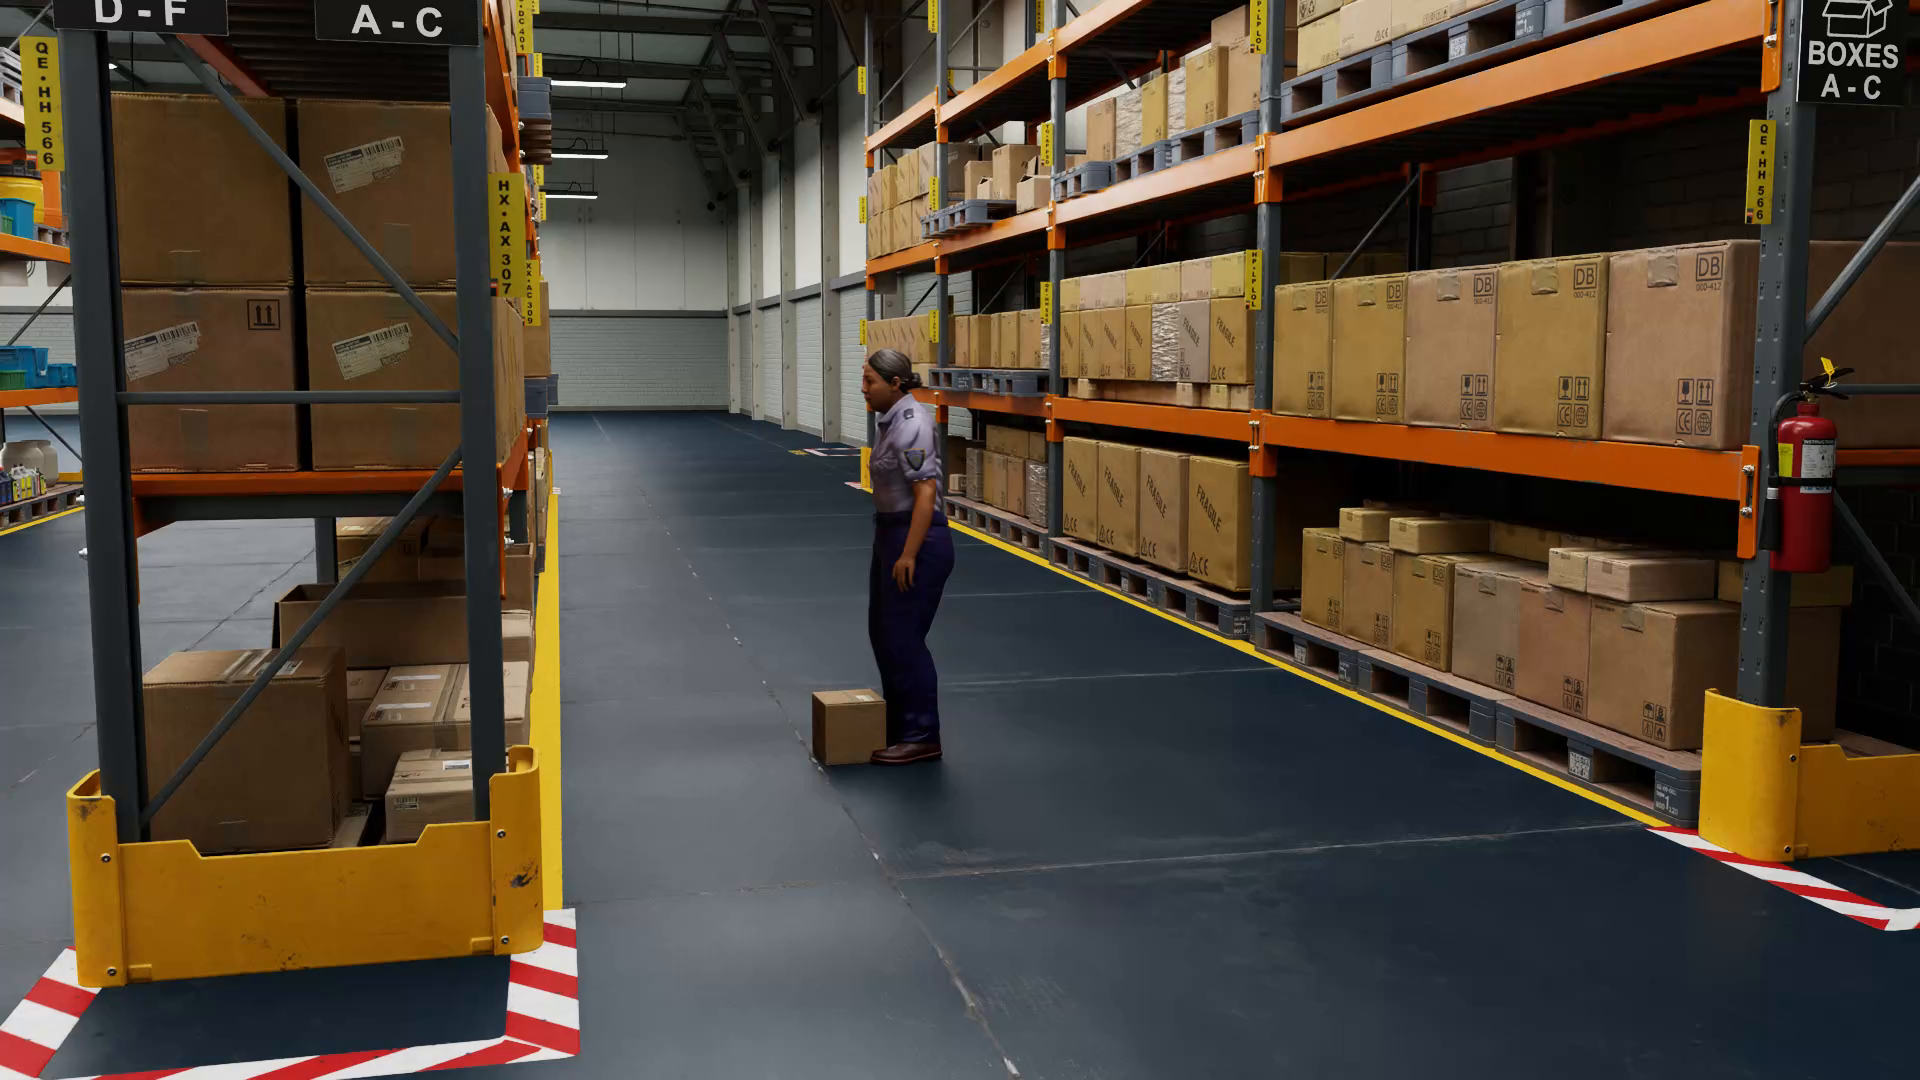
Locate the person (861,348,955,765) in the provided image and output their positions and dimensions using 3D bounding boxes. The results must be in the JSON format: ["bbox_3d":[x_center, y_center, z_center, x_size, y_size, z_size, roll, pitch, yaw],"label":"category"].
[{"bbox_3d":[-0.225,0.053,6.735,0.368,1.652,0.541,-2,6,-14],"label":"person"}]
